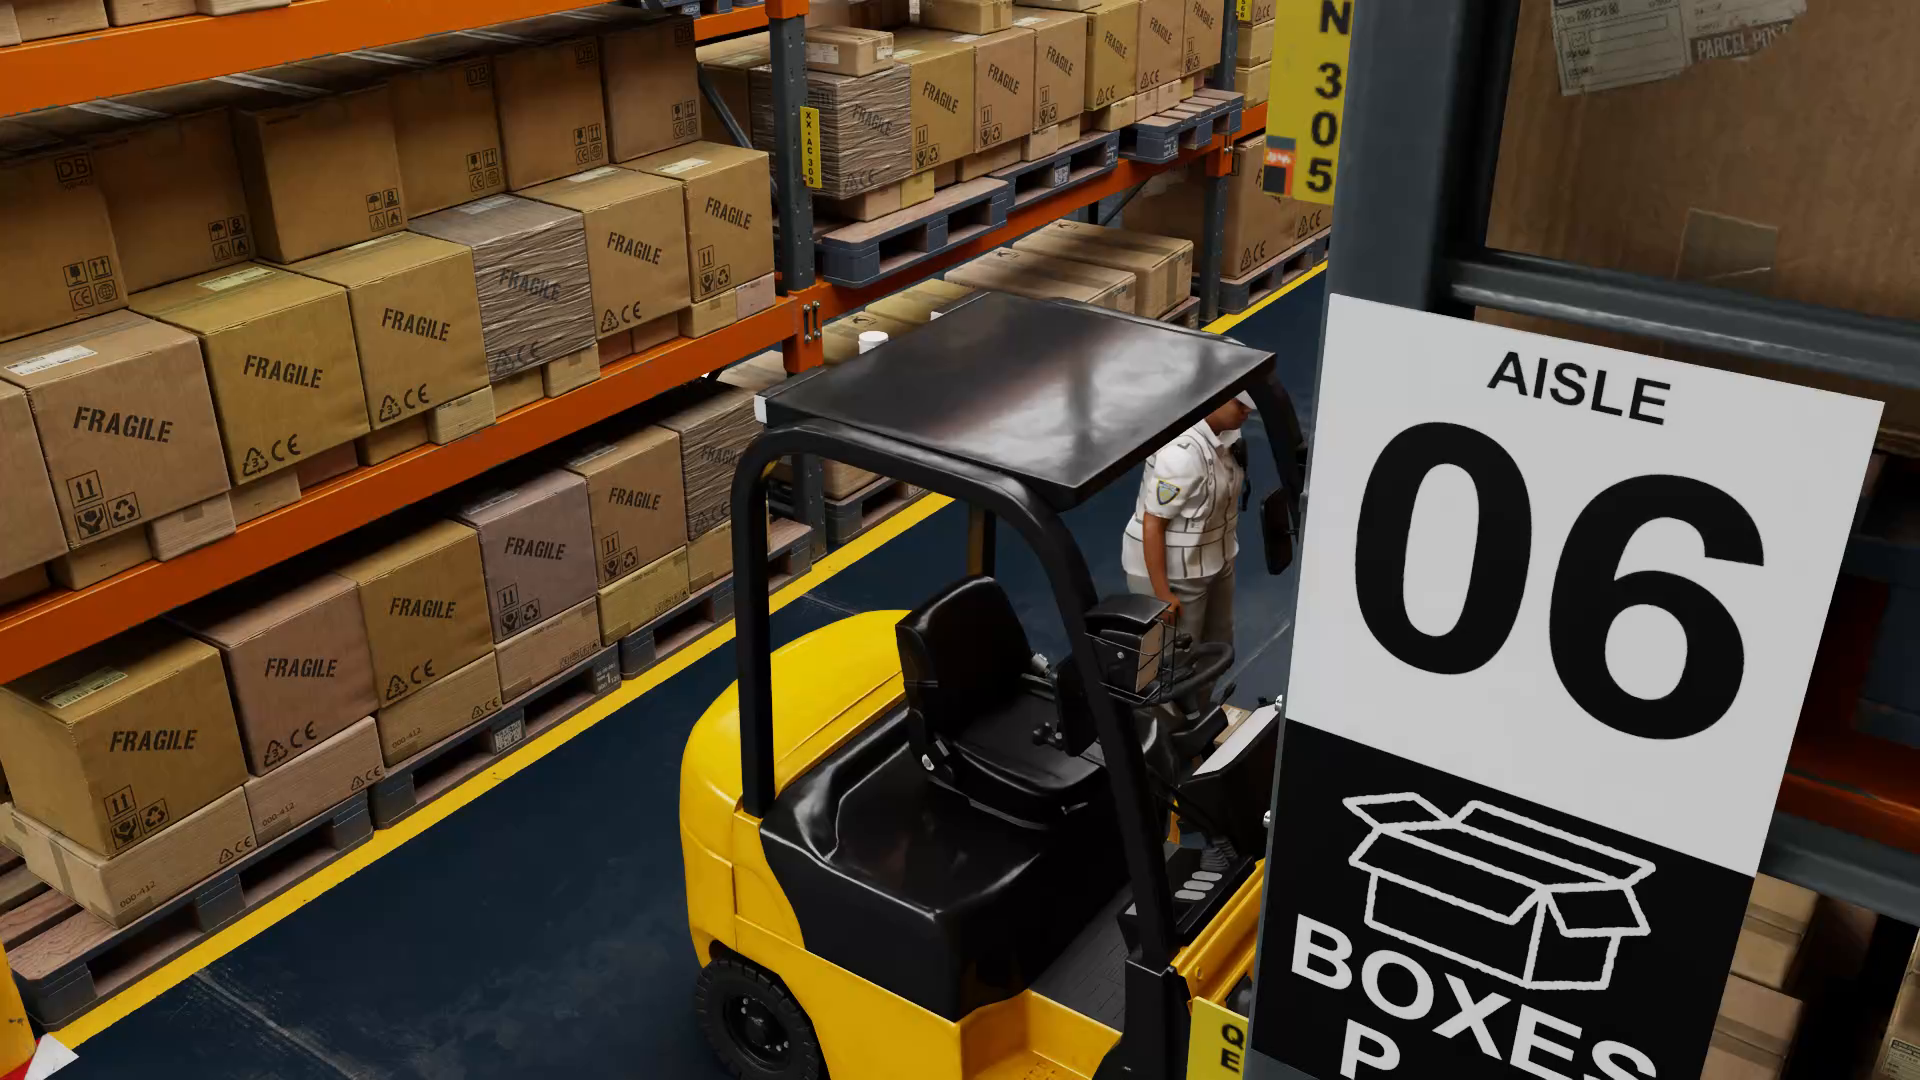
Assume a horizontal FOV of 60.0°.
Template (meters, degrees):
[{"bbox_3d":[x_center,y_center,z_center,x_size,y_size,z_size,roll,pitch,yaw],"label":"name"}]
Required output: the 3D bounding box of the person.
[{"bbox_3d":[0.805,0.115,5.902,0.391,1.651,0.537,17,32,30],"label":"person"}]
